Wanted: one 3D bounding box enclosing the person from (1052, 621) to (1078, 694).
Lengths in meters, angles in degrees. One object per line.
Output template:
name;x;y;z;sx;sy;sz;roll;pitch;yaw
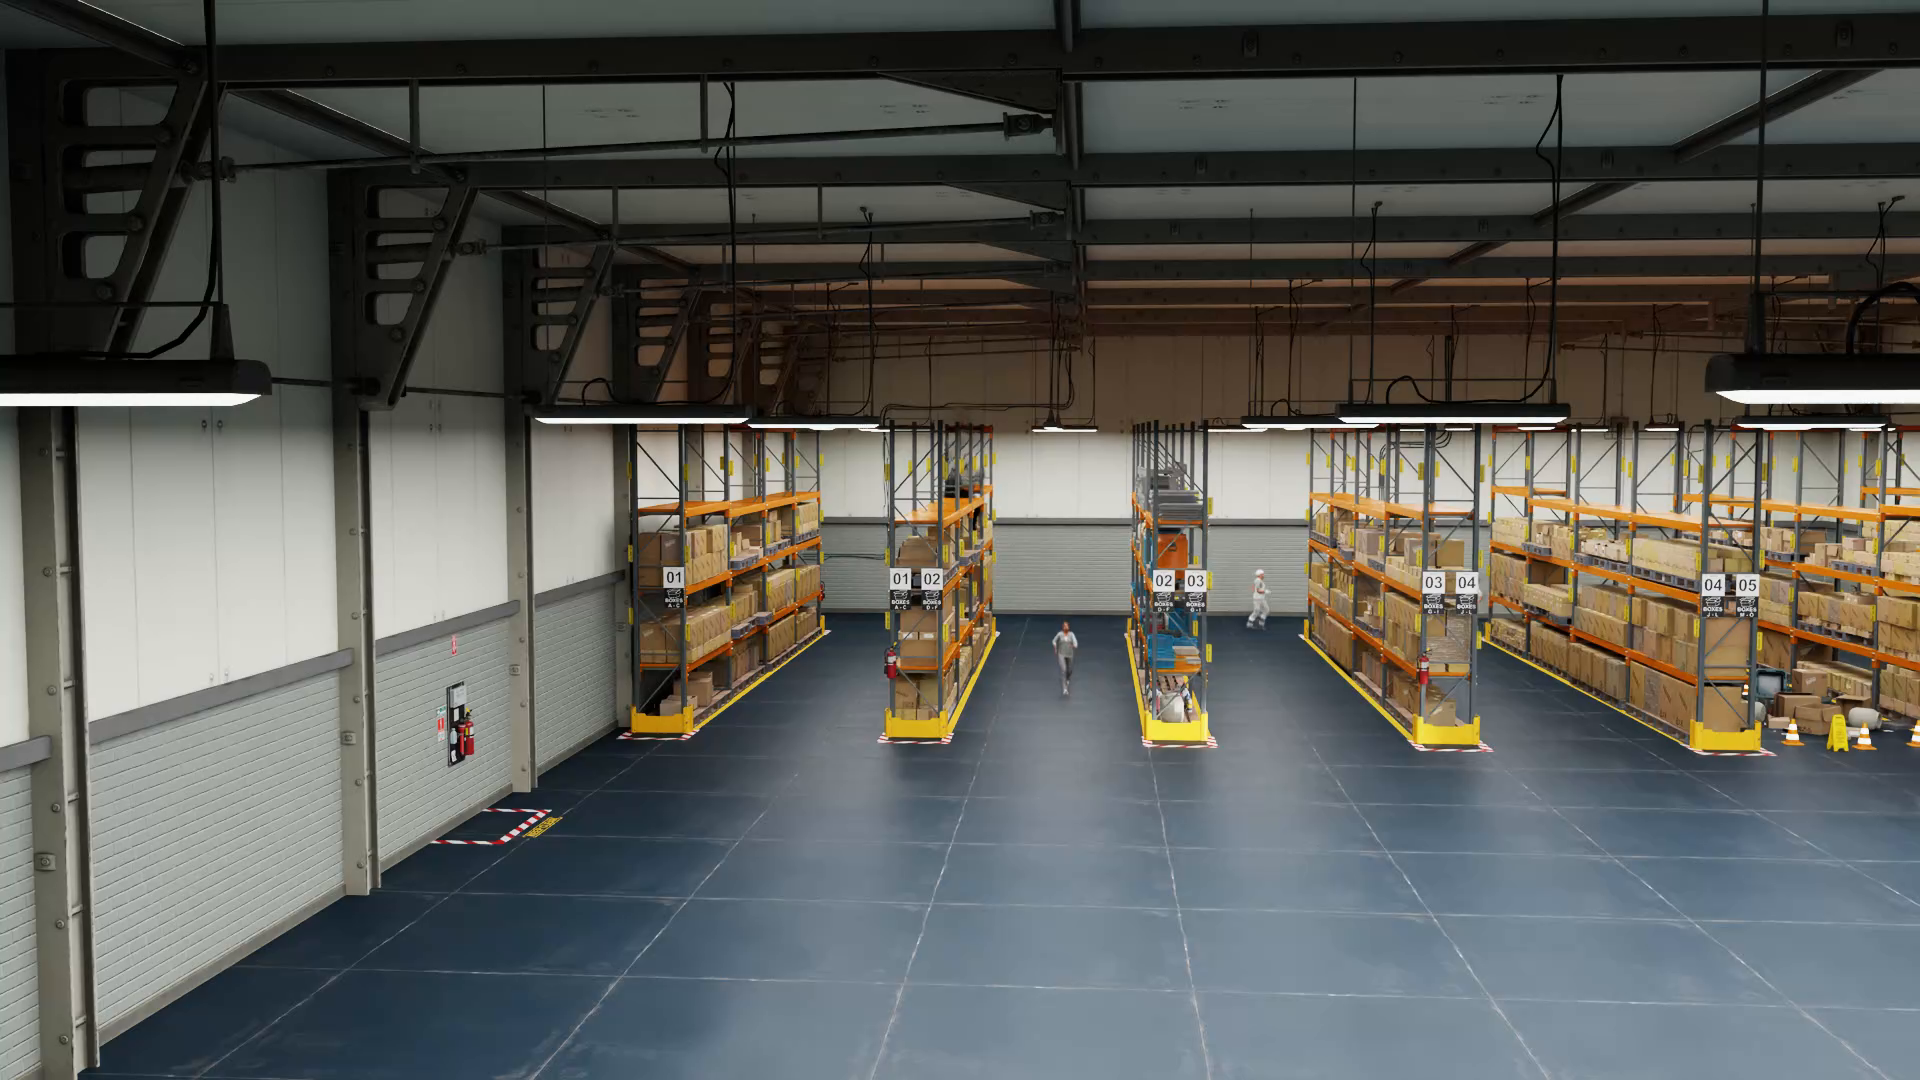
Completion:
person;2.335;2.585;36.838;0.543;1.576;0.877;0;4;-5

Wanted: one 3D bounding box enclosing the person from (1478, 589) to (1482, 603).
person;14.400;1.887;47.069;0.523;1.732;0.735;-1;4;-19

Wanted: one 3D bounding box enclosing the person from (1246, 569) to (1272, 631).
person;8.747;1.772;48.557;0.749;1.825;0.635;1;4;20
